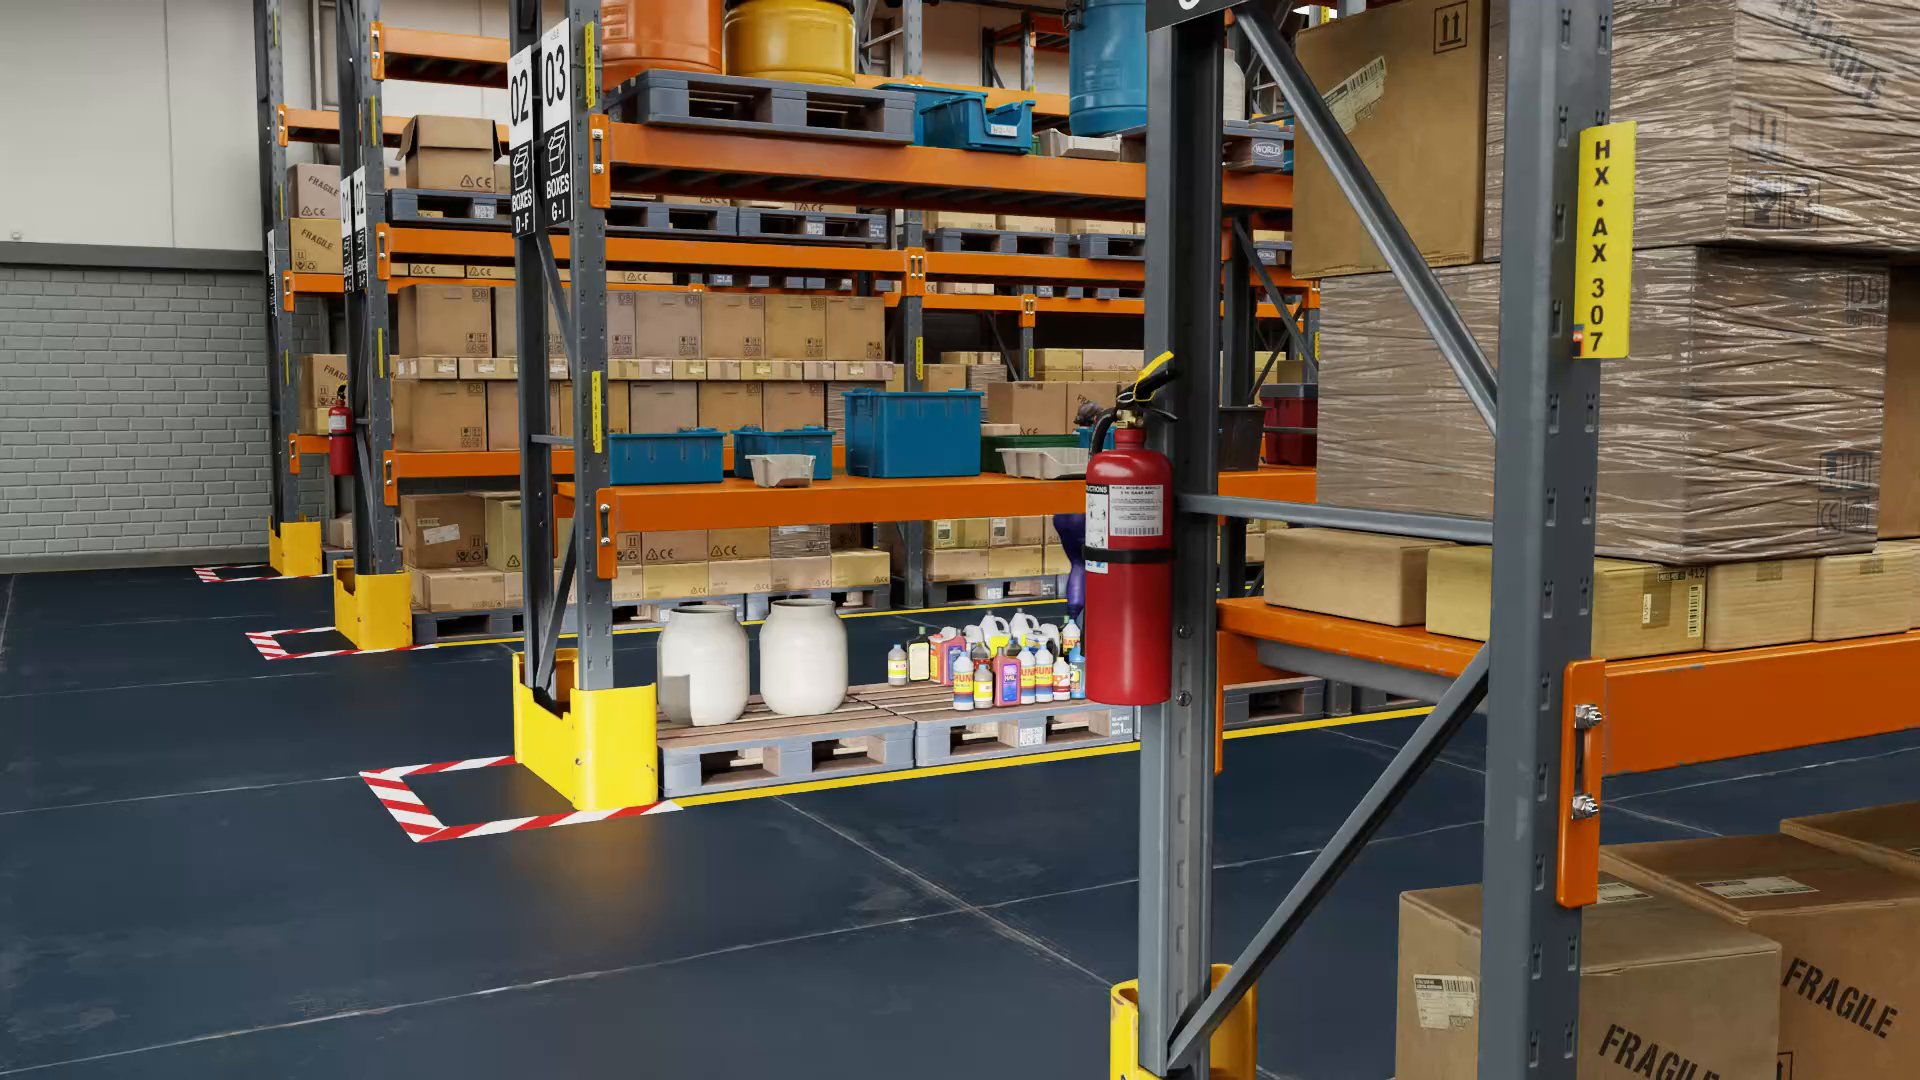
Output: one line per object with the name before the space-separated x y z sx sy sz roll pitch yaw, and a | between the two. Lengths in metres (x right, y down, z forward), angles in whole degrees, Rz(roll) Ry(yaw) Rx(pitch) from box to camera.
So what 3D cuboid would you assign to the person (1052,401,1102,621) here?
person | 0.904 -0.151 11.735 0.424 1.651 0.564 -3 6 -32
